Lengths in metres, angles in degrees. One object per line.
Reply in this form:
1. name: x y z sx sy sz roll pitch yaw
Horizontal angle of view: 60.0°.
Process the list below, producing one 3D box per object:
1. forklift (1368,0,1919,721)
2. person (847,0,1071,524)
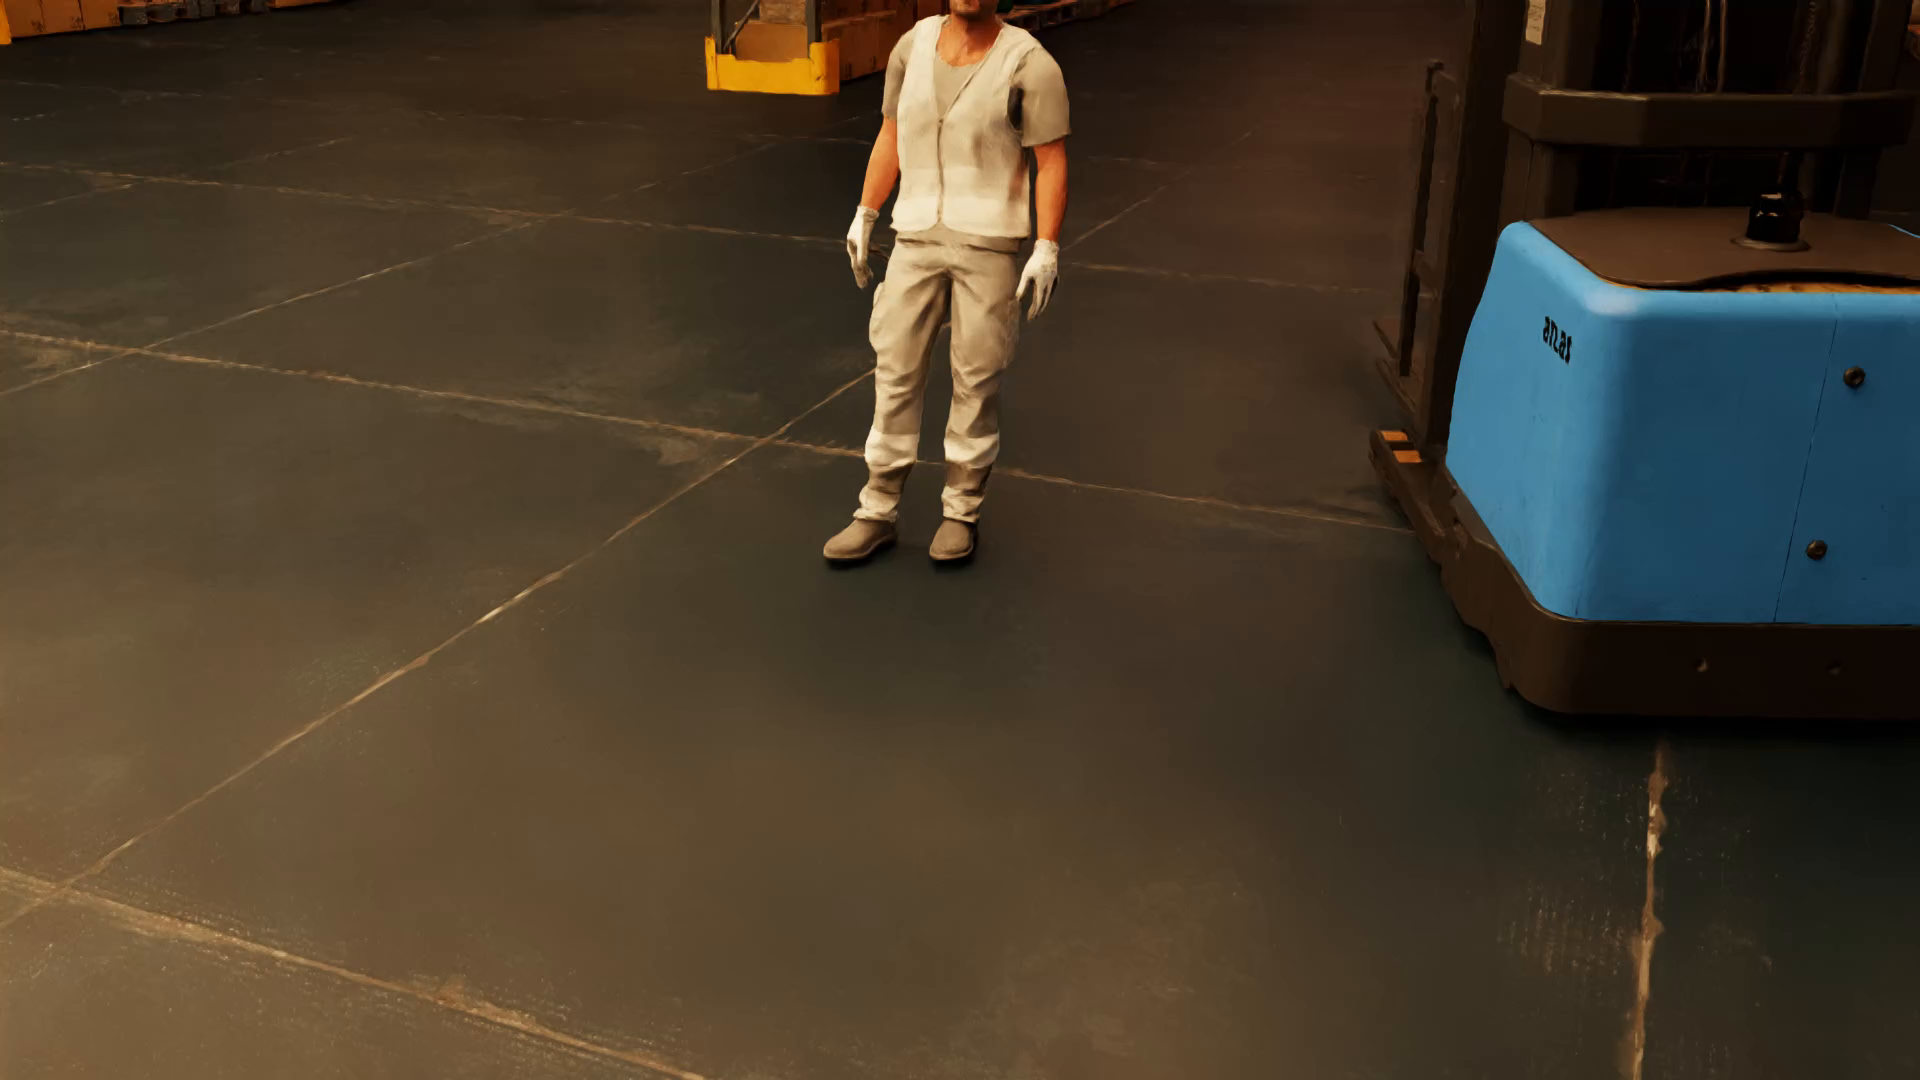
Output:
1. forklift: 1.934 -1.451 4.764 1.130 2.935 3.031 1 23 2
2. person: -0.014 -0.854 4.731 0.637 1.736 0.423 9 24 21
